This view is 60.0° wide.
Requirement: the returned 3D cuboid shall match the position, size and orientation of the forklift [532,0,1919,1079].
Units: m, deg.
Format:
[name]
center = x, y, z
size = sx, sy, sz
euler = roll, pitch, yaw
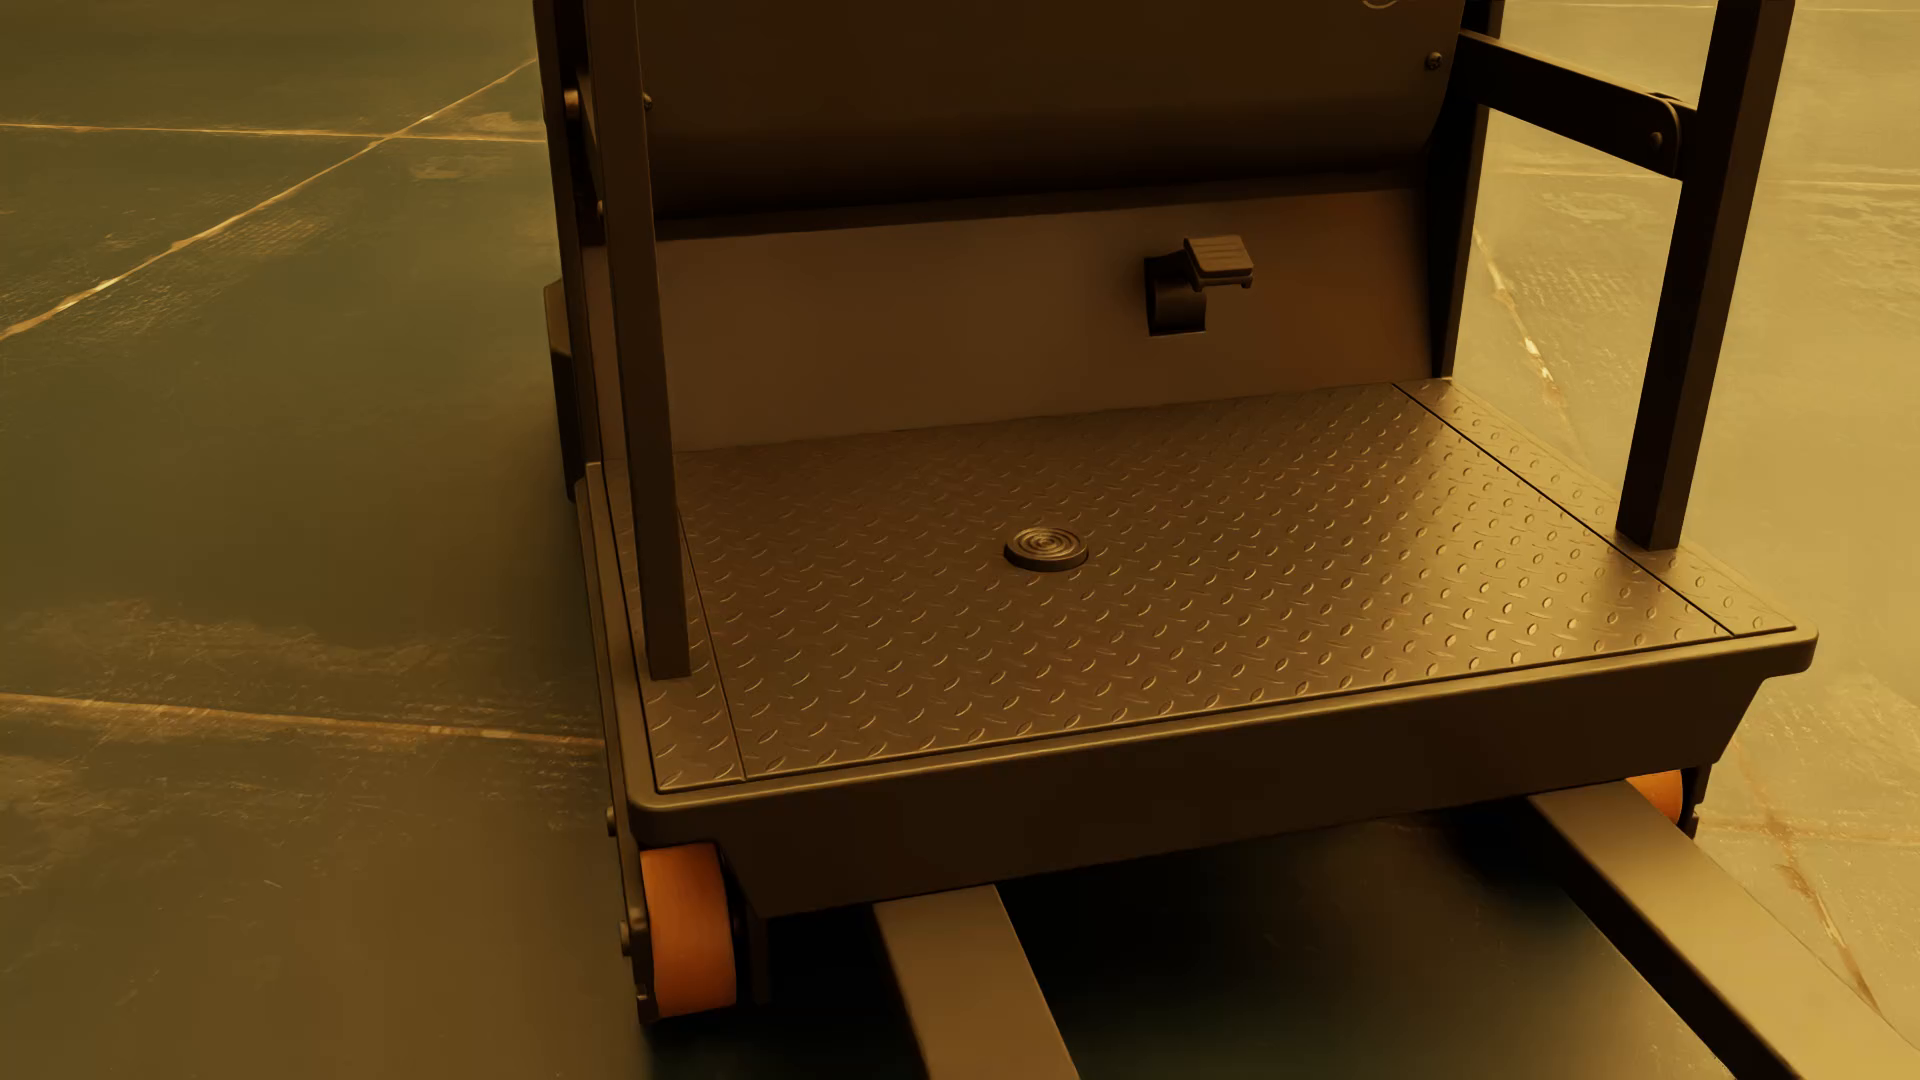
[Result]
[forklift]
center = 0.153, -1.049, 1.319
size = 1.130, 2.935, 3.031
euler = -7, 27, -13
